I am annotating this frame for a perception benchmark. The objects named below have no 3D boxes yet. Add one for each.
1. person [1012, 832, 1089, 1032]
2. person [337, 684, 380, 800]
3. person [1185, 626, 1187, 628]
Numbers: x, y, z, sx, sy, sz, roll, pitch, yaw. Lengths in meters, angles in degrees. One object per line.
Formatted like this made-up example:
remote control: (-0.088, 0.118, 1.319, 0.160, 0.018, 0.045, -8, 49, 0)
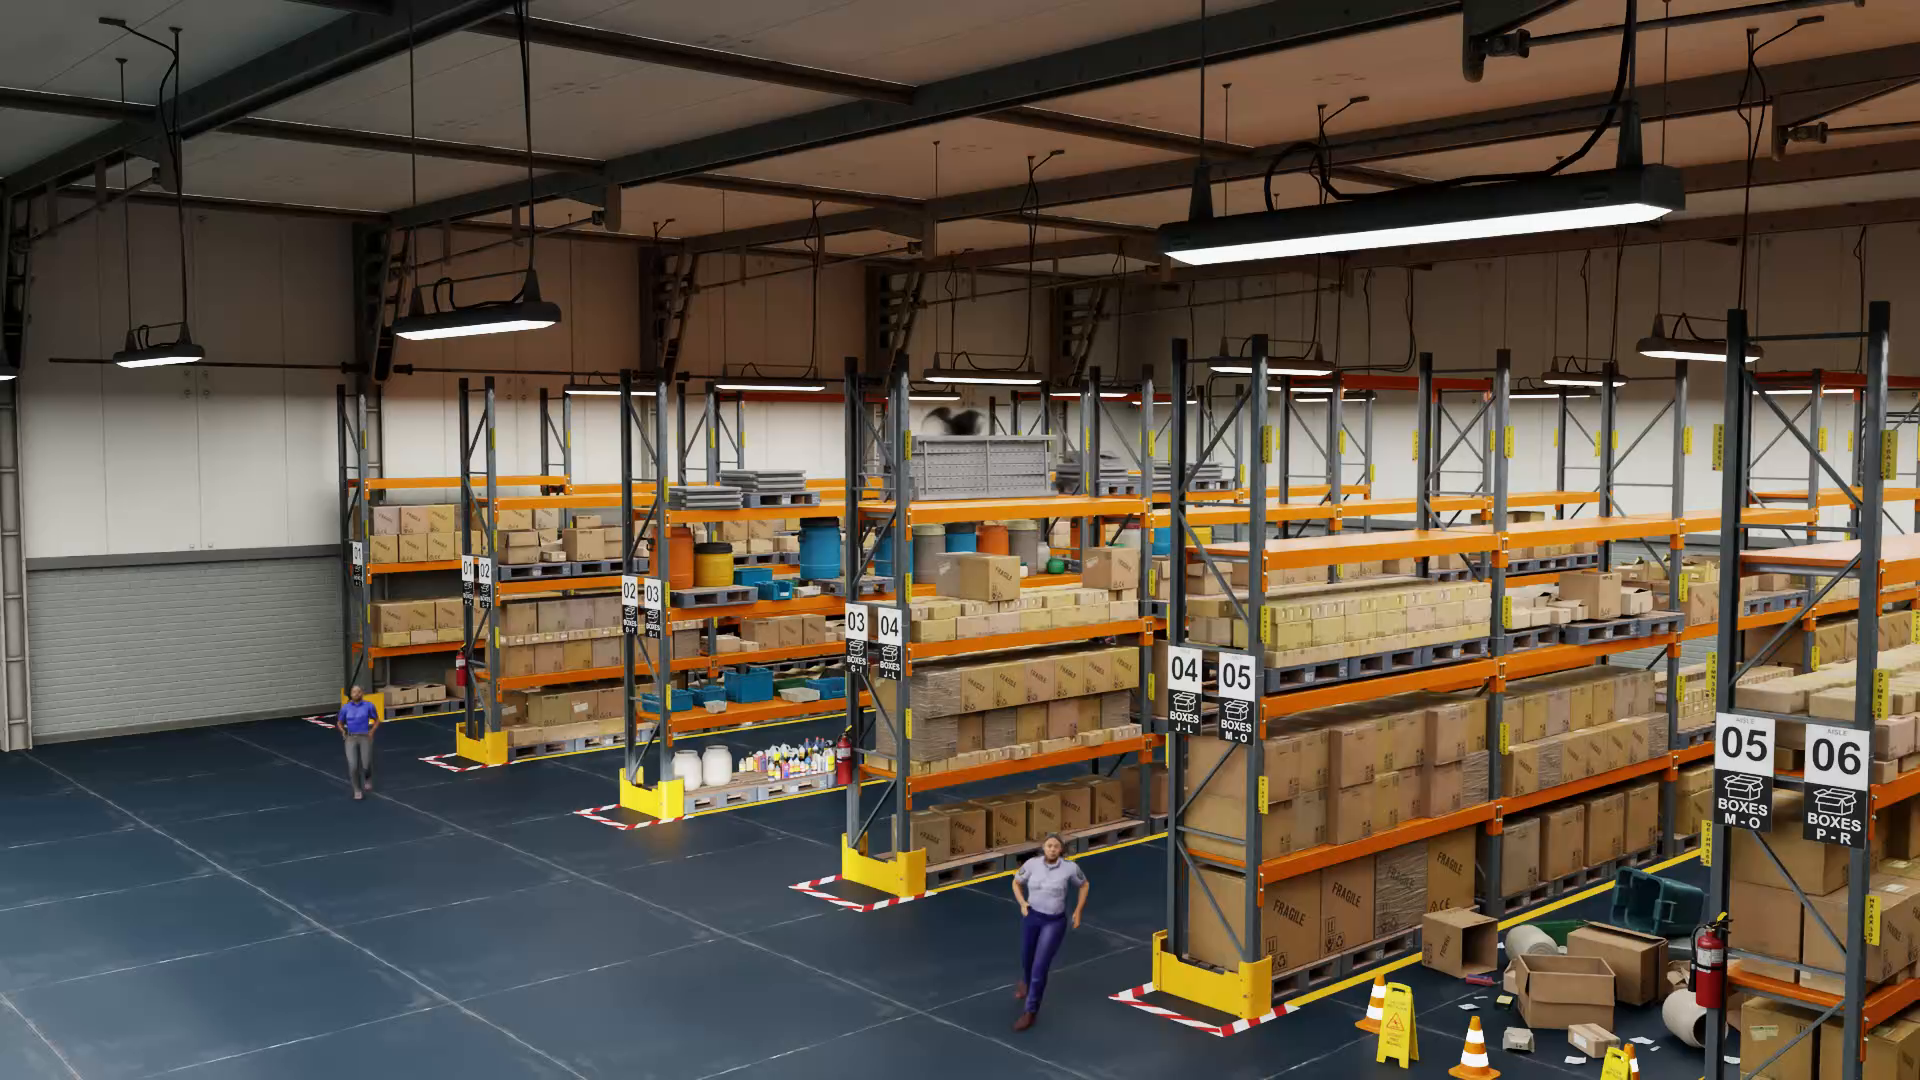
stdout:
person: (0.742, 3.390, 14.641, 0.700, 1.654, 0.883, 1, 4, 20)
person: (-8.451, 2.828, 23.345, 0.572, 1.605, 0.547, -1, 4, -16)
person: (5.249, 1.795, 38.191, 0.719, 1.773, 0.746, -1, 4, -11)
